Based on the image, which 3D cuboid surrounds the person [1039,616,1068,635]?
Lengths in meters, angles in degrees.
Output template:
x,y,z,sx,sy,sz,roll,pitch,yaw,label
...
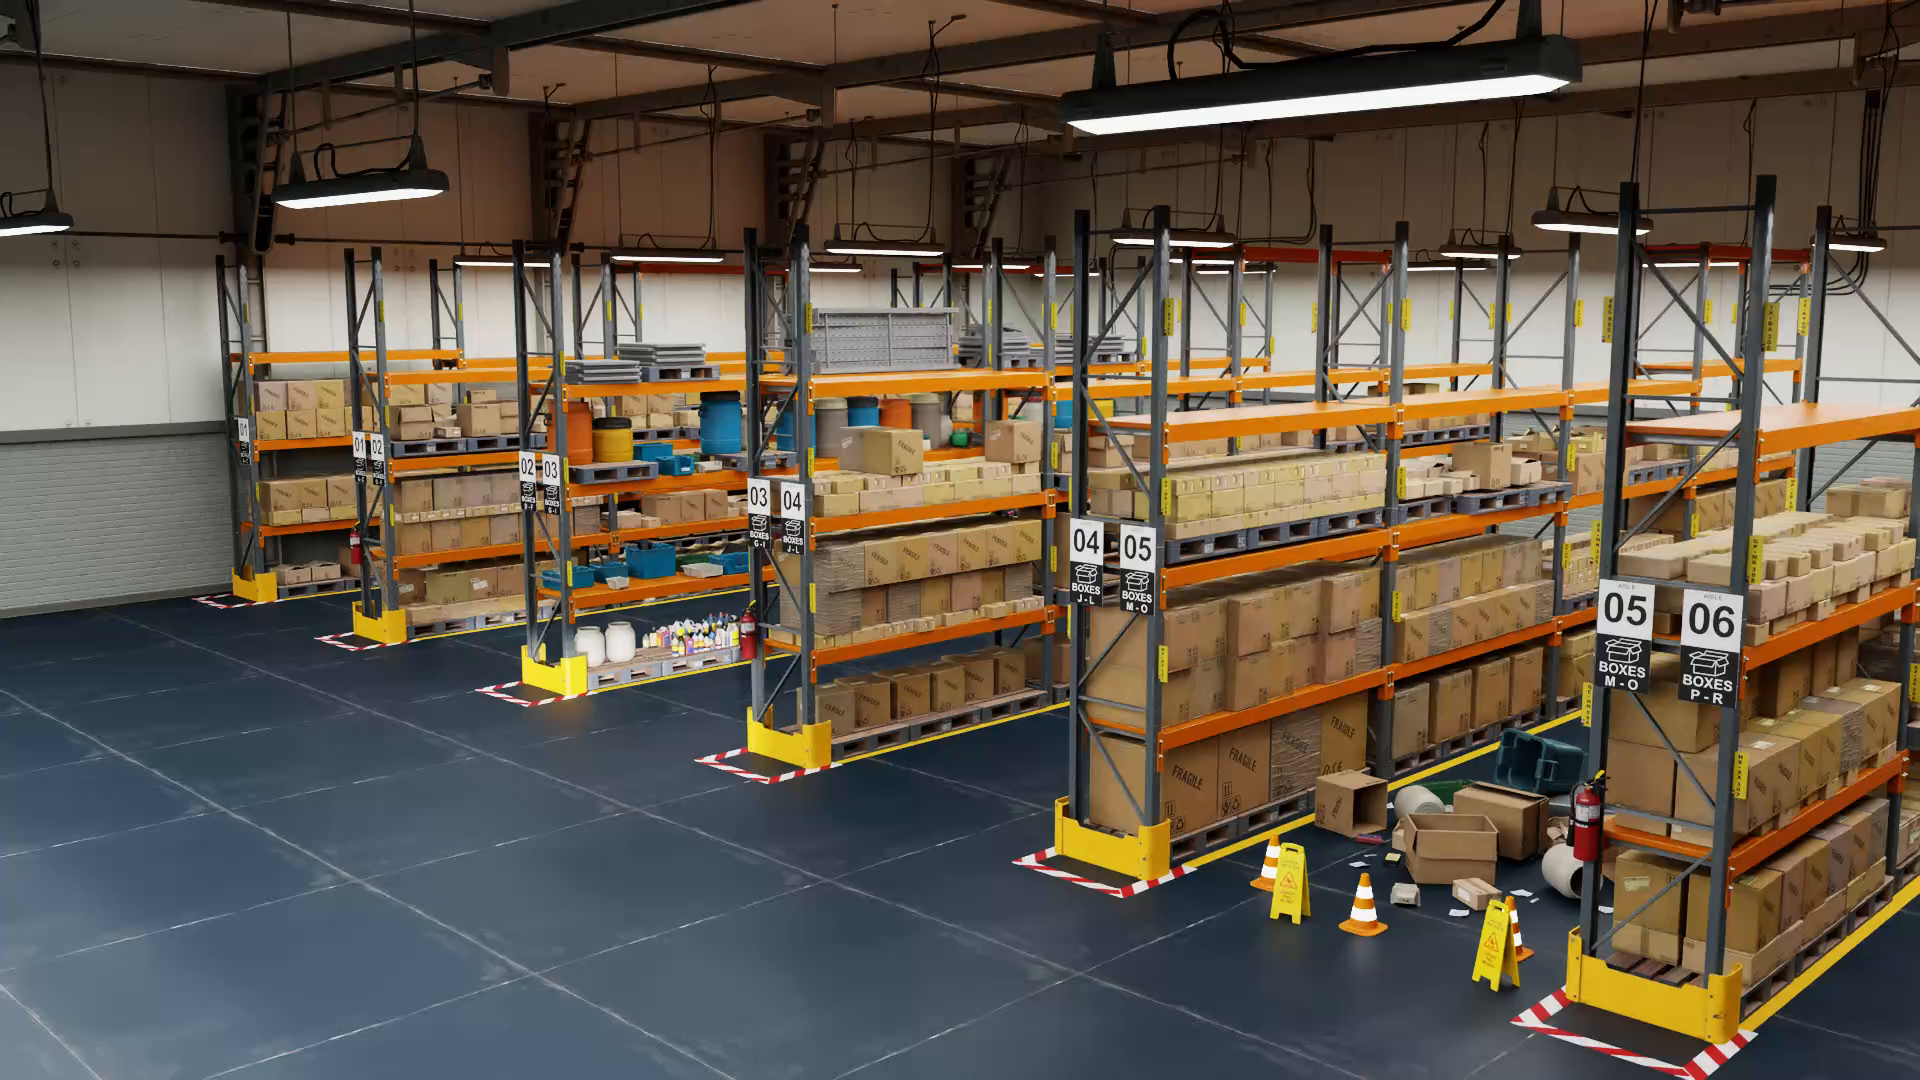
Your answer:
x,y,z,sx,sy,sz,roll,pitch,yaw,label
1.416,0.573,24.510,0.758,1.775,0.666,-8,11,-44,person
